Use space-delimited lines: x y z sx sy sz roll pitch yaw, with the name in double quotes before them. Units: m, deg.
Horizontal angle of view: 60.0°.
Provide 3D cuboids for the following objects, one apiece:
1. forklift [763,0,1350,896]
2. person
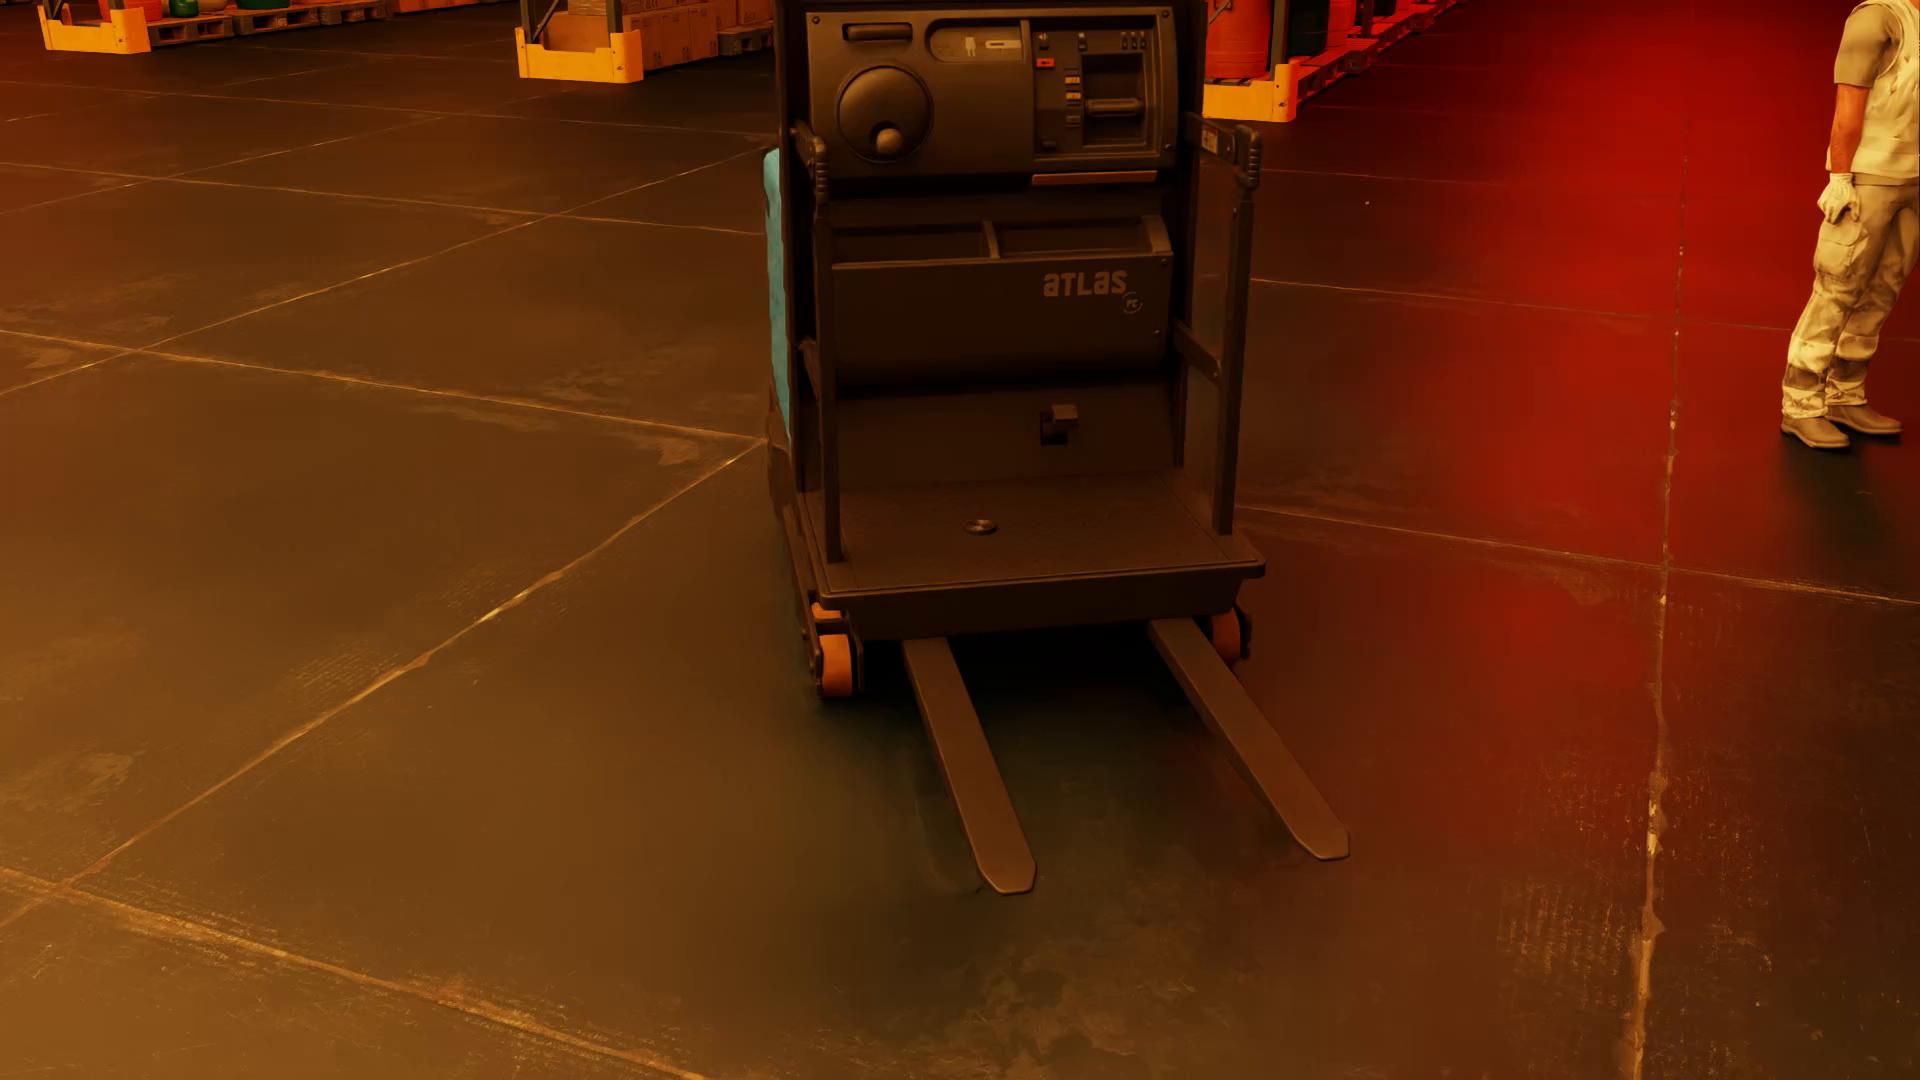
"forklift" 0.128 -1.108 3.942 1.130 2.935 3.031 -4 23 -10
"person" 3.179 -1.219 5.688 0.532 1.796 0.358 -11 25 -25
